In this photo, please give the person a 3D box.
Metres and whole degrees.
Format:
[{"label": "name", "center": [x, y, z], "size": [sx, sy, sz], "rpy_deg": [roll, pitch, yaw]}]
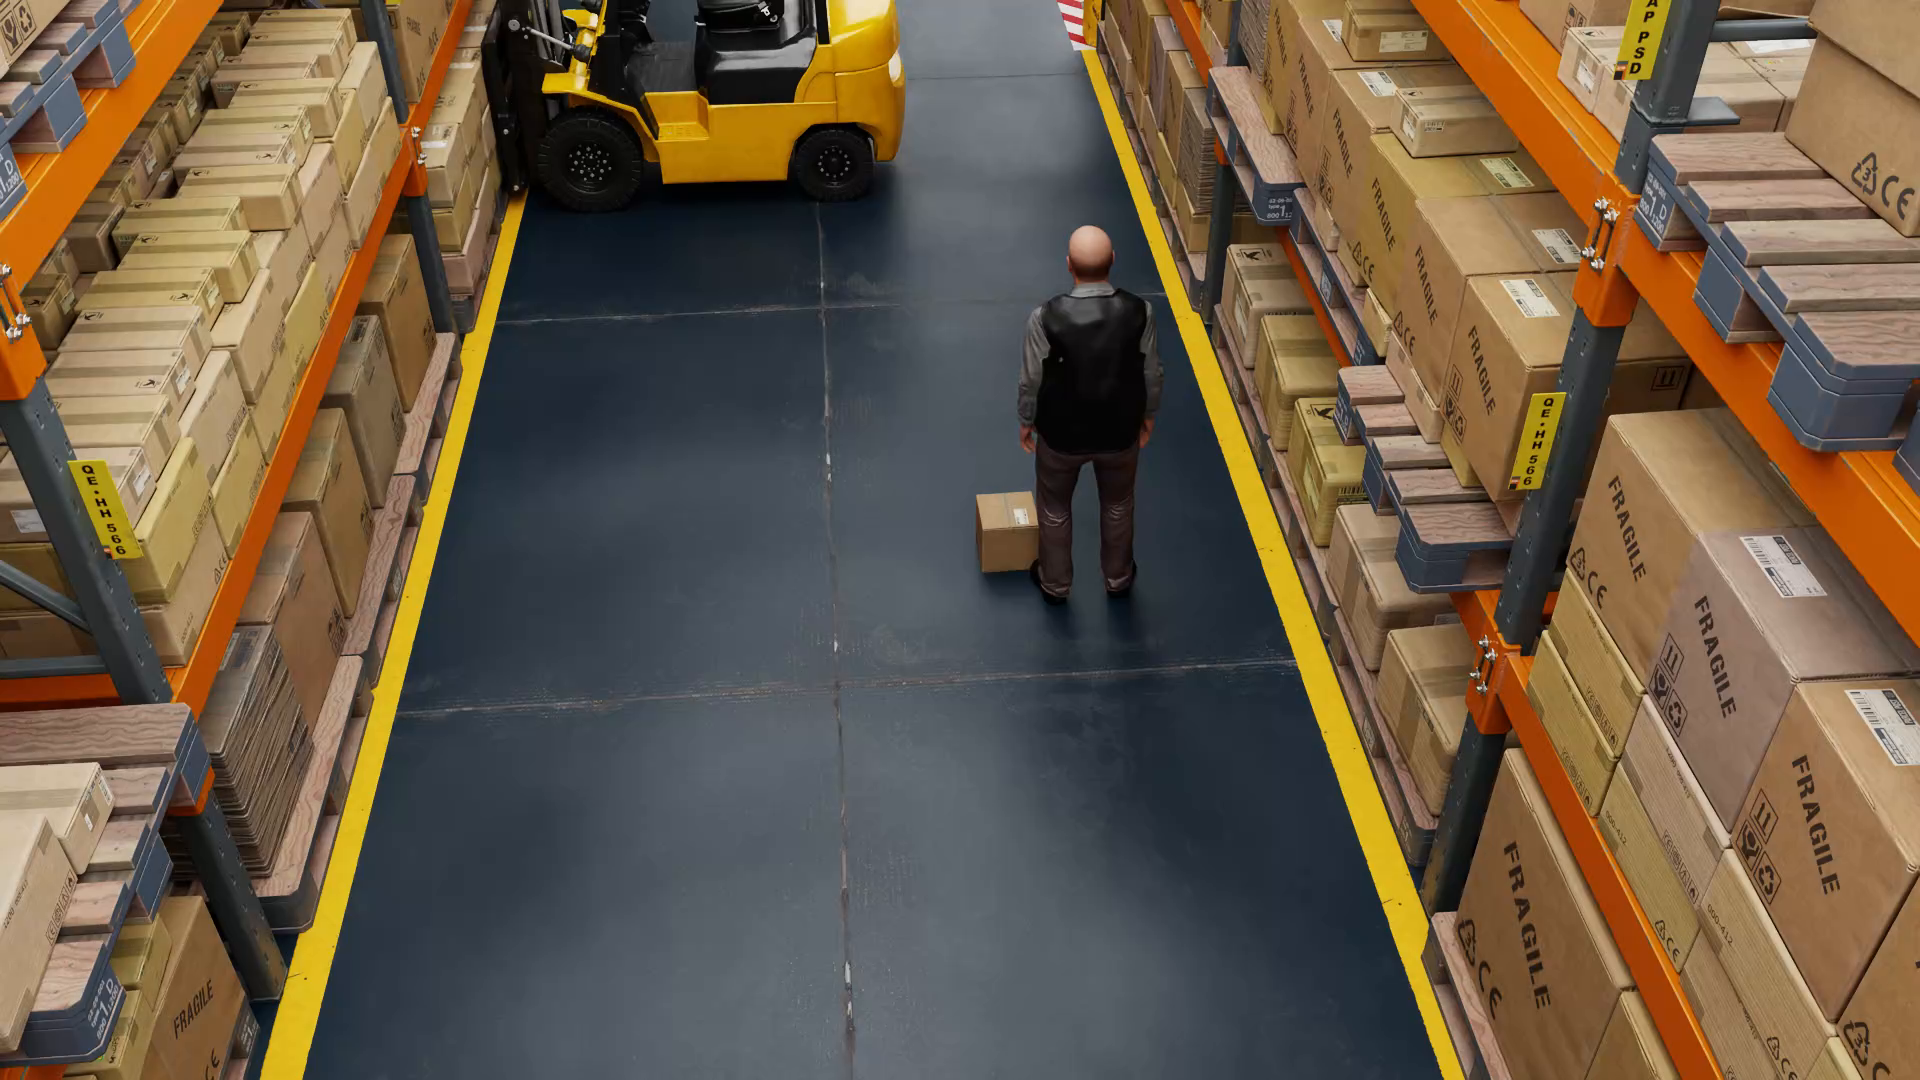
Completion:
[{"label": "person", "center": [0.518, -0.451, 6.733], "size": [0.579, 1.720, 0.420], "rpy_deg": [-3, 39, -4]}]
